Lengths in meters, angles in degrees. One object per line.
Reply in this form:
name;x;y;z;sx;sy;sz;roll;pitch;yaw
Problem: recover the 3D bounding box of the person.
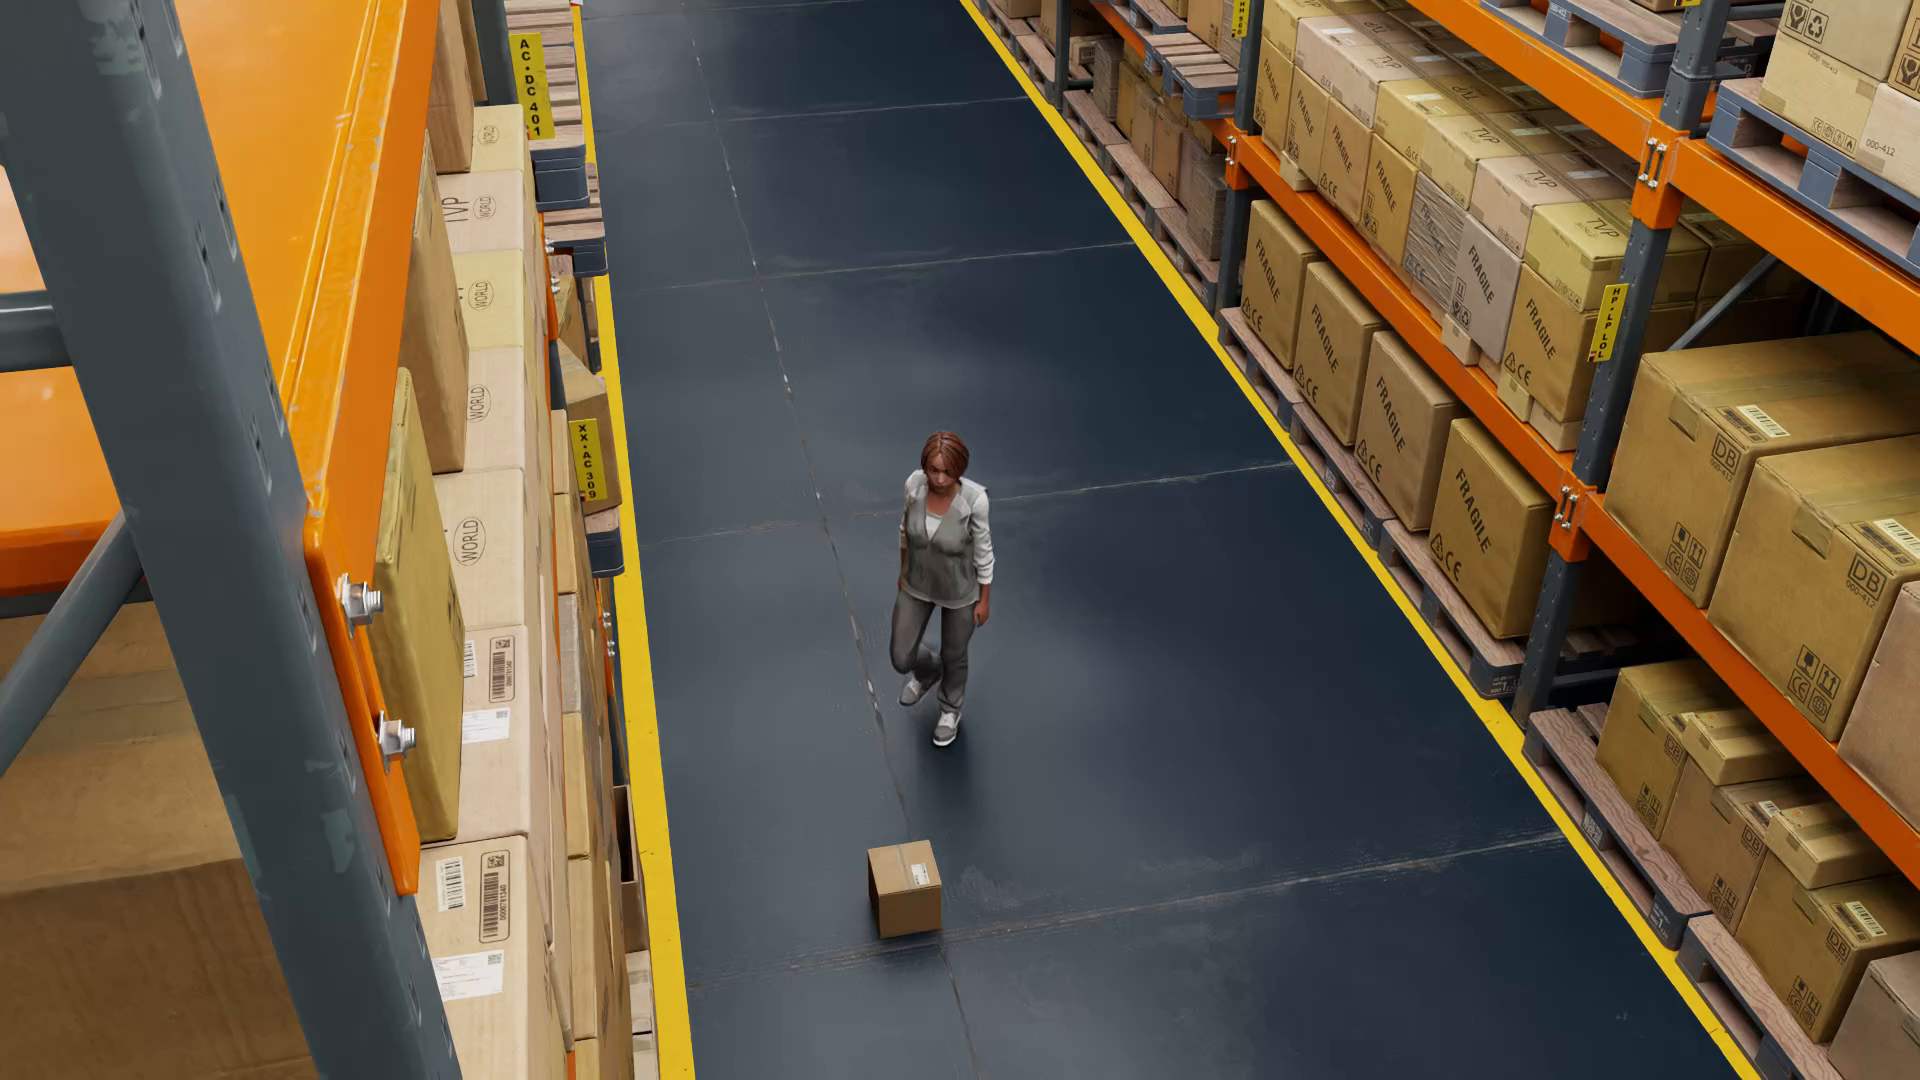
person;-0.076;0.207;7.042;0.463;1.596;0.428;10;36;14
